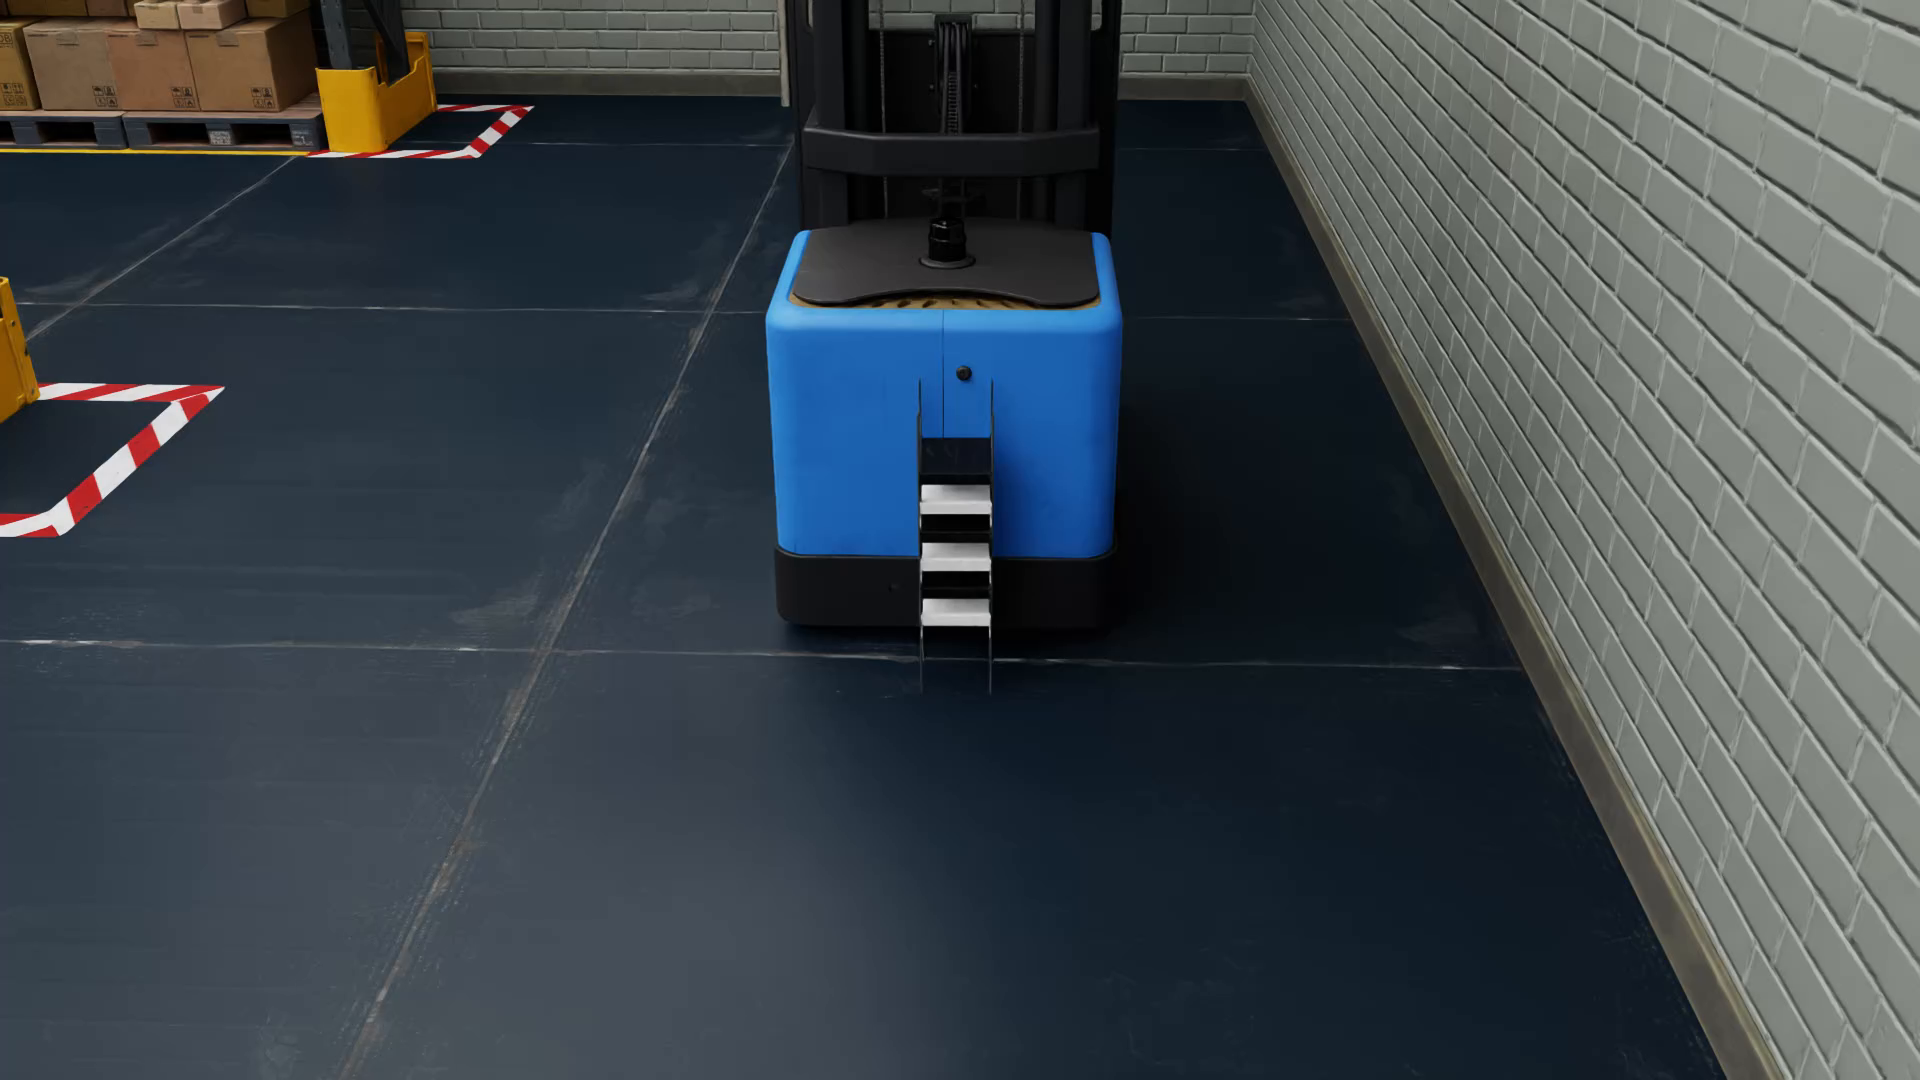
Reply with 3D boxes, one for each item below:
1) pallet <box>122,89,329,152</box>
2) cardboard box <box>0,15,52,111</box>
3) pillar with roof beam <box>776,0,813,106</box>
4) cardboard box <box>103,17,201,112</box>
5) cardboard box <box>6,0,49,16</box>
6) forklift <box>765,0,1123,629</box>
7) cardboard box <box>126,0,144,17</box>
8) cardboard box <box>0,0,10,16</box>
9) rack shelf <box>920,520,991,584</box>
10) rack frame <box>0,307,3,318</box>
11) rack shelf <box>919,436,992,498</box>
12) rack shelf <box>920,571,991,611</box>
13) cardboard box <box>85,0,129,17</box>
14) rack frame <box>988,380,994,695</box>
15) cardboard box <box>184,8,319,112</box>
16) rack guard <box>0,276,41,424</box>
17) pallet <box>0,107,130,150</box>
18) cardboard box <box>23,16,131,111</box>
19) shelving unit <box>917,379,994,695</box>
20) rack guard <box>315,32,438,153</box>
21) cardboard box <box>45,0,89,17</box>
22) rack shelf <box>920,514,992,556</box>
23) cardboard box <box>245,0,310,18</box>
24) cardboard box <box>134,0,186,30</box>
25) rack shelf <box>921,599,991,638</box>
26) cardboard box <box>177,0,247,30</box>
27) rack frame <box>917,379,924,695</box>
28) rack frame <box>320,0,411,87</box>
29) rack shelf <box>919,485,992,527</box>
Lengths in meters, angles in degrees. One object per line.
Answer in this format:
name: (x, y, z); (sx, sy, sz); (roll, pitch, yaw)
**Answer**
pallet: (-4.542, -2.732, 10.679); (1.213, 0.211, 1.003); (1, 28, 2)
cardboard box: (-5.979, -3.055, 10.531); (0.500, 0.500, 0.700); (2, 28, 3)
pillar with roof beam: (-1.164, -4.983, 5.543); (0.400, 9.000, 9.100); (1, 28, 2)
cardboard box: (-4.944, -3.042, 10.506); (0.500, 0.500, 0.700); (1, 28, 2)
cardboard box: (-5.832, -3.436, 10.557); (0.250, 0.149, 0.380); (0, 28, 1)
forklift: (-0.010, -1.673, 5.776); (1.130, 2.935, 3.031); (1, 28, 1)
cardboard box: (-5.068, -3.424, 10.534); (0.250, 0.149, 0.380); (1, 28, 2)
cardboard box: (-6.090, -3.440, 10.564); (0.250, 0.149, 0.380); (1, 28, 2)
rack shelf: (-0.012, 0.031, 4.801); (0.200, 0.077, 0.258); (0, 28, 0)
rack frame: (-3.912, -1.669, 5.695); (0.127, 3.000, 1.000); (1, 28, 2)
rack shelf: (-0.012, -0.207, 4.675); (0.200, 0.077, 0.258); (0, 28, 0)
rack shelf: (-0.012, 0.111, 4.843); (0.200, 0.077, 0.258); (0, 28, 0)
cardboard box: (-5.322, -3.428, 10.542); (0.250, 0.149, 0.380); (1, 28, 3)
rack frame: (0.090, 0.002, 4.785); (0.006, 0.900, 0.240); (0, 28, 0)
cardboard box: (-4.444, -3.033, 10.490); (0.500, 0.500, 0.700); (1, 28, 2)
rack guard: (-3.988, -0.566, 6.283); (0.348, 0.500, 1.175); (1, 28, 2)
pallet: (-5.758, -2.754, 10.719); (1.213, 0.211, 1.003); (1, 28, 2)
cardboard box: (-5.446, -3.050, 10.521); (0.500, 0.500, 0.700); (0, 28, 0)
shelving unit: (-0.012, 0.002, 4.785); (0.210, 0.900, 0.258); (0, 28, 0)
rack guard: (-3.717, -2.883, 10.654); (0.348, 0.500, 1.175); (1, 28, 2)
cardboard box: (-5.579, -3.432, 10.549); (0.250, 0.149, 0.380); (1, 28, 2)
rack shelf: (-0.012, -0.048, 4.759); (0.200, 0.077, 0.258); (0, 28, 0)
cardboard box: (-4.312, -3.412, 10.511); (0.250, 0.149, 0.380); (1, 28, 2)
cardboard box: (-4.834, -3.241, 10.189); (0.250, 0.149, 0.380); (2, 28, 3)
rack shelf: (-0.012, 0.191, 4.885); (0.200, 0.077, 0.258); (0, 28, 0)
cardboard box: (-4.578, -3.237, 10.181); (0.250, 0.149, 0.380); (1, 28, 1)
rack frame: (-0.113, 0.002, 4.786); (0.006, 0.900, 0.240); (0, 28, 0)
rack frame: (-3.741, -3.988, 10.070); (0.127, 3.000, 1.000); (1, 28, 2)
rack shelf: (-0.012, -0.128, 4.717); (0.200, 0.077, 0.258); (0, 28, 0)
